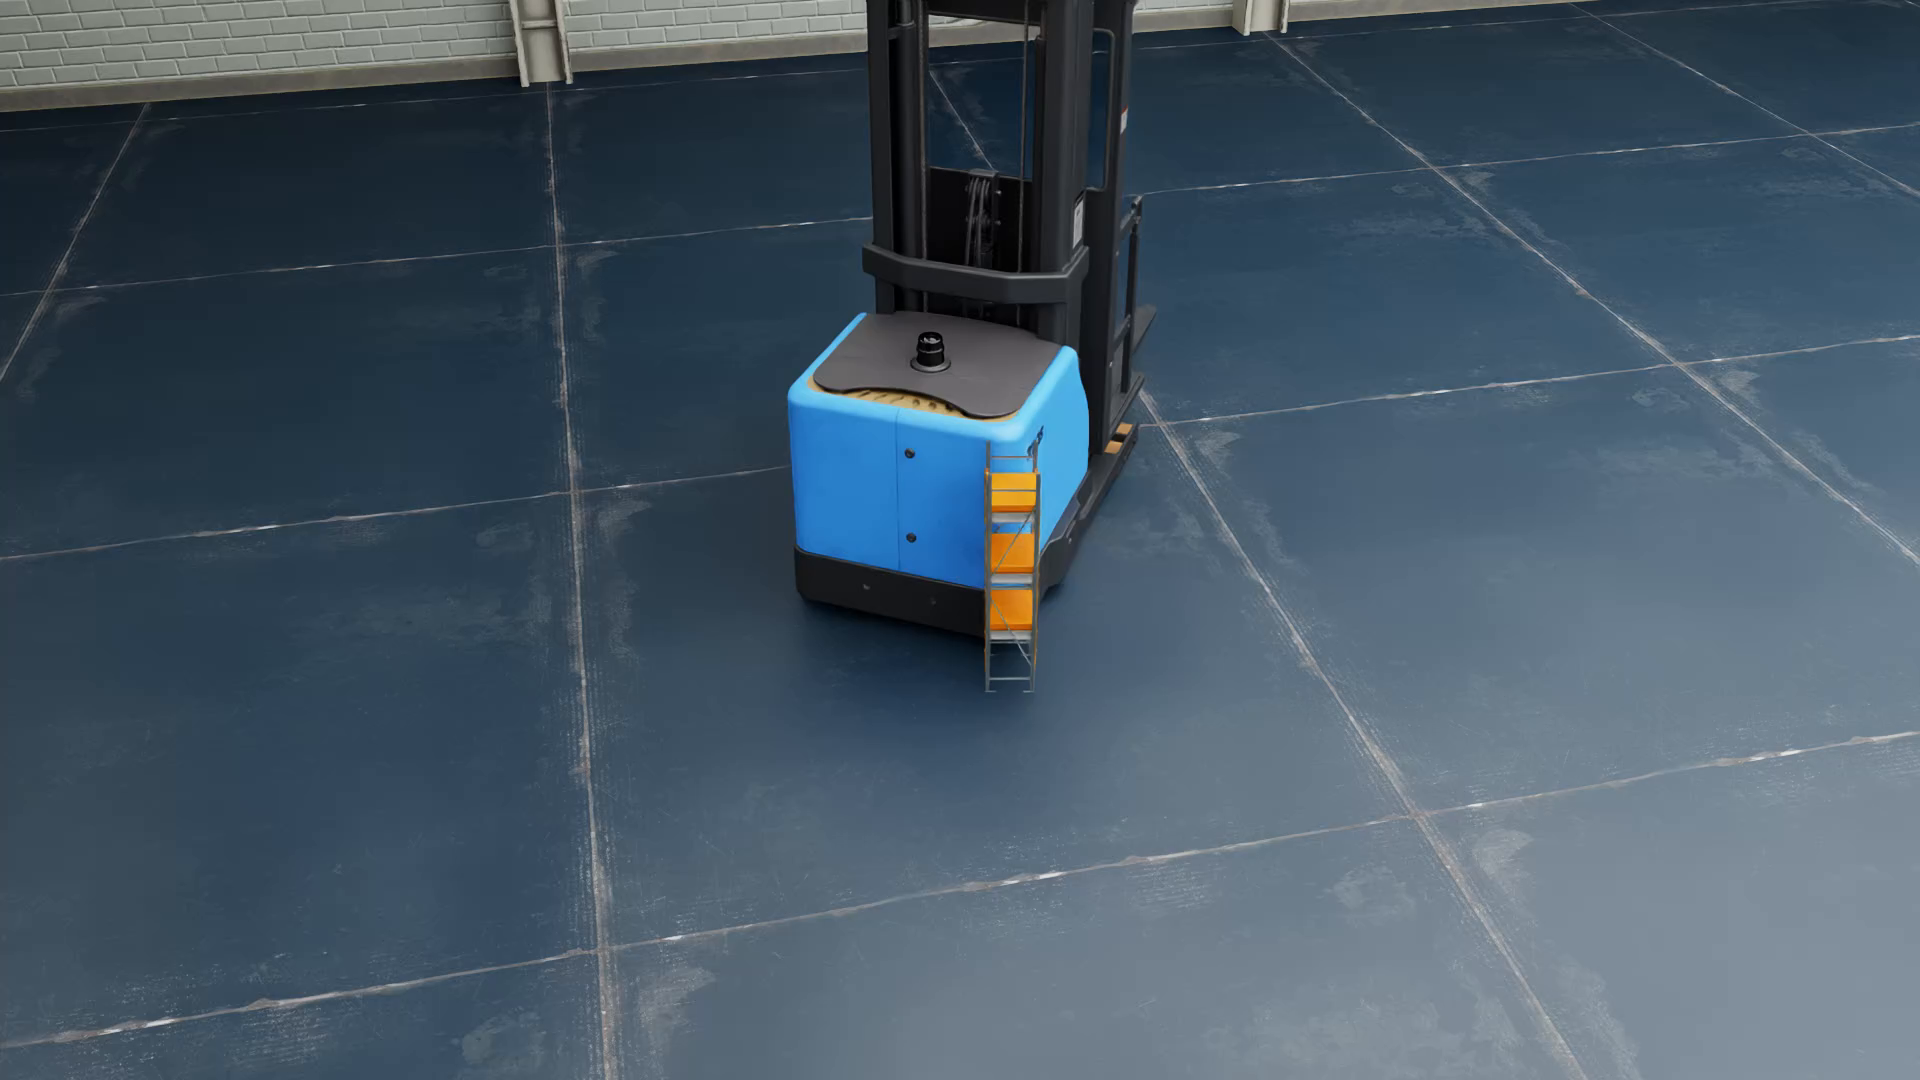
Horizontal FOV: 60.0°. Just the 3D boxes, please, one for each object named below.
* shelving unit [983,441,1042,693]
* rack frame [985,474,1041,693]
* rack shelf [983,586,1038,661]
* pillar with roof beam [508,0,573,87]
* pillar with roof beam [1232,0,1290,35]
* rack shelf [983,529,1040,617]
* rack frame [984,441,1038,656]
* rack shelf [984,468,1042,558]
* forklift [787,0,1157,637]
[{"bbox_3d":[0.202,0.121,6.627,0.215,1.050,0.252,0,34,0],"label":"shelving unit"},{"bbox_3d":[0.203,0.189,6.526,0.200,1.050,0.008,0,34,0],"label":"rack frame"},{"bbox_3d":[0.202,0.361,6.788,0.215,0.259,0.240,0,34,0],"label":"rack shelf"},{"bbox_3d":[-2.332,-5.061,7.216,0.400,9.000,9.100,-7,35,-11],"label":"pillar with roof beam"},{"bbox_3d":[3.520,-5.799,8.315,0.400,9.000,9.100,-7,35,-11],"label":"pillar with roof beam"},{"bbox_3d":[0.202,0.130,6.633,0.215,0.259,0.240,0,34,0],"label":"rack shelf"},{"bbox_3d":[0.202,0.053,6.729,0.200,1.050,0.008,0,34,0],"label":"rack frame"},{"bbox_3d":[0.202,-0.106,6.475,0.215,0.259,0.240,0,34,0],"label":"rack shelf"},{"bbox_3d":[0.262,-1.612,7.521,1.130,2.935,3.031,11,36,17],"label":"forklift"}]
